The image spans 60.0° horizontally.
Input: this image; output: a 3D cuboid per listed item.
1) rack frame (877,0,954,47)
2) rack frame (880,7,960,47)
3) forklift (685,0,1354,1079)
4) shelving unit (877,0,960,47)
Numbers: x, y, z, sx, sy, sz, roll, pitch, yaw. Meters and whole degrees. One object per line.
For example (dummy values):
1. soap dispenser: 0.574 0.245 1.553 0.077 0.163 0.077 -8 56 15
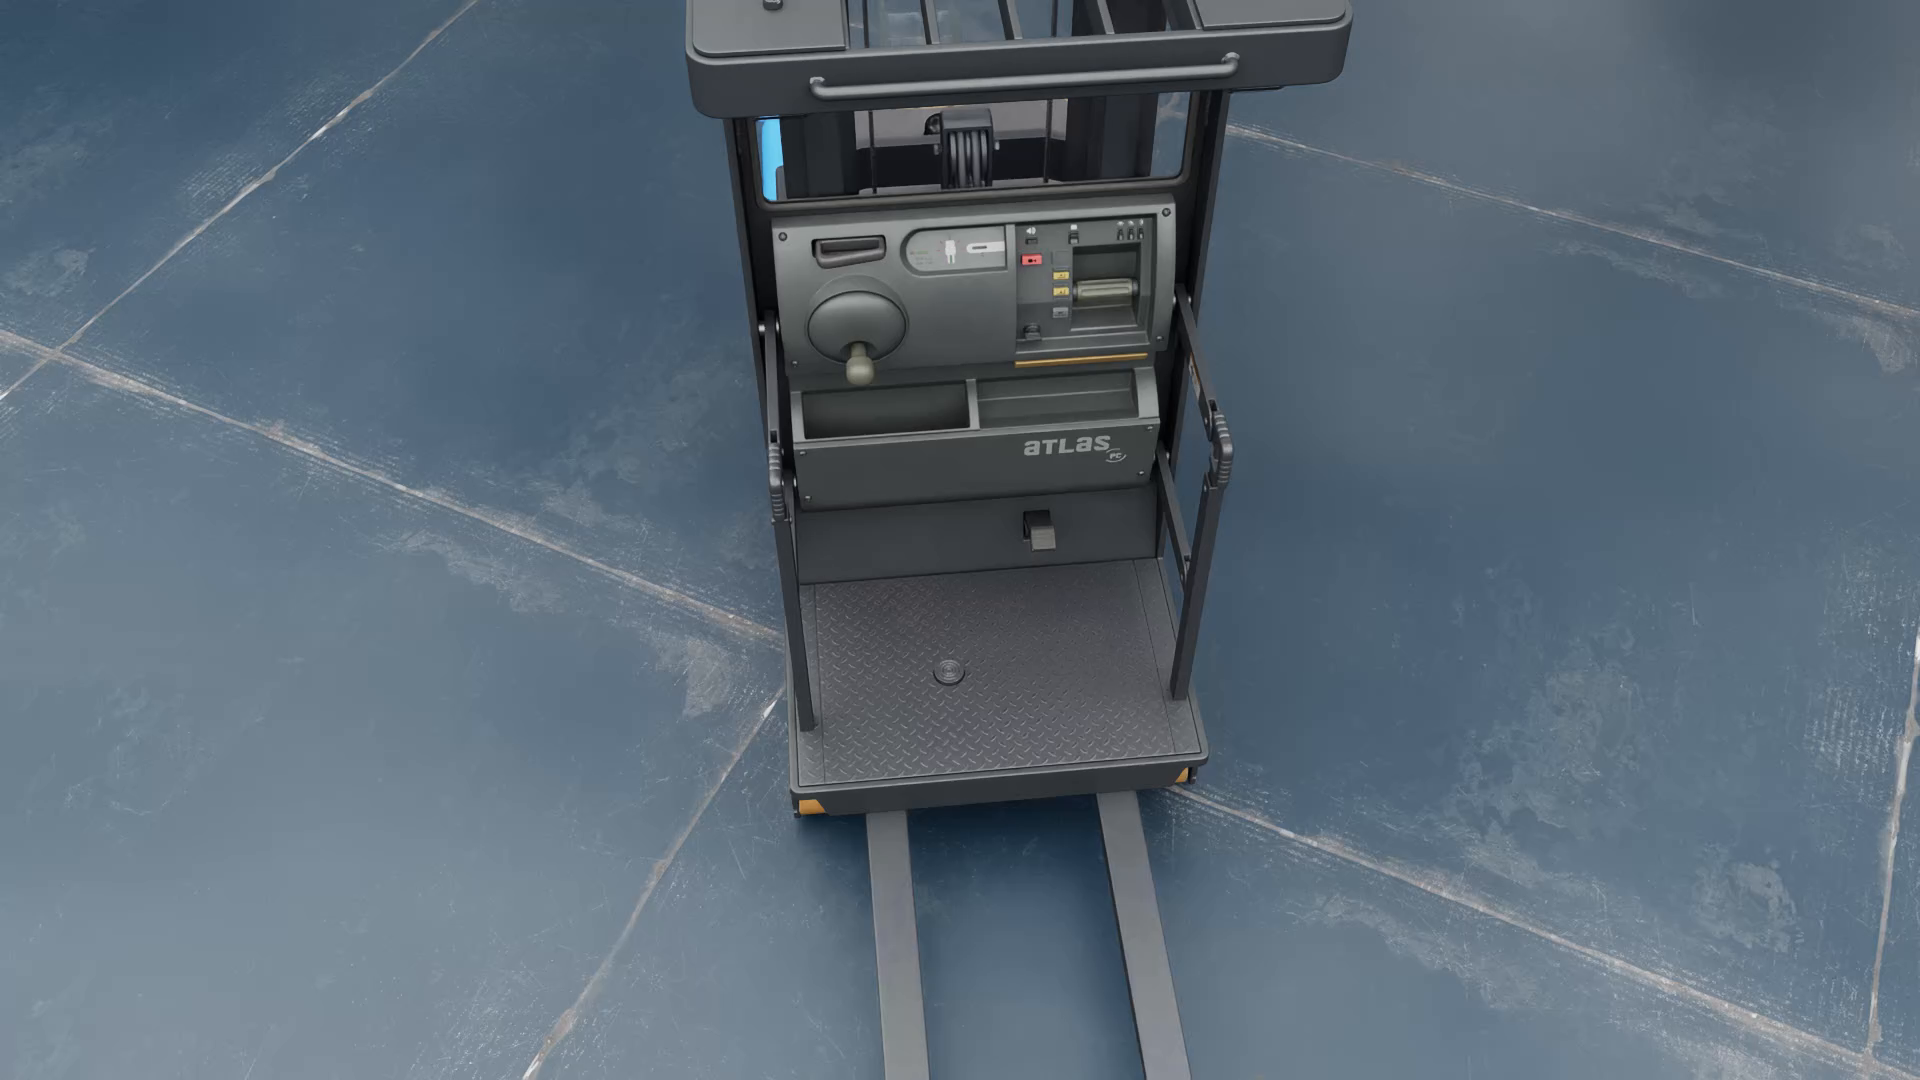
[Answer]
1. rack frame: -0.130 -1.269 5.549 0.240 1.200 0.006 -4 41 -3
2. rack frame: -0.114 -1.149 5.411 0.240 1.200 0.006 -4 41 -3
3. forklift: 0.062 -0.474 3.729 1.130 2.935 3.031 -4 50 -4
4. shelving unit: -0.122 -1.209 5.480 0.258 1.200 0.189 -4 41 -3
